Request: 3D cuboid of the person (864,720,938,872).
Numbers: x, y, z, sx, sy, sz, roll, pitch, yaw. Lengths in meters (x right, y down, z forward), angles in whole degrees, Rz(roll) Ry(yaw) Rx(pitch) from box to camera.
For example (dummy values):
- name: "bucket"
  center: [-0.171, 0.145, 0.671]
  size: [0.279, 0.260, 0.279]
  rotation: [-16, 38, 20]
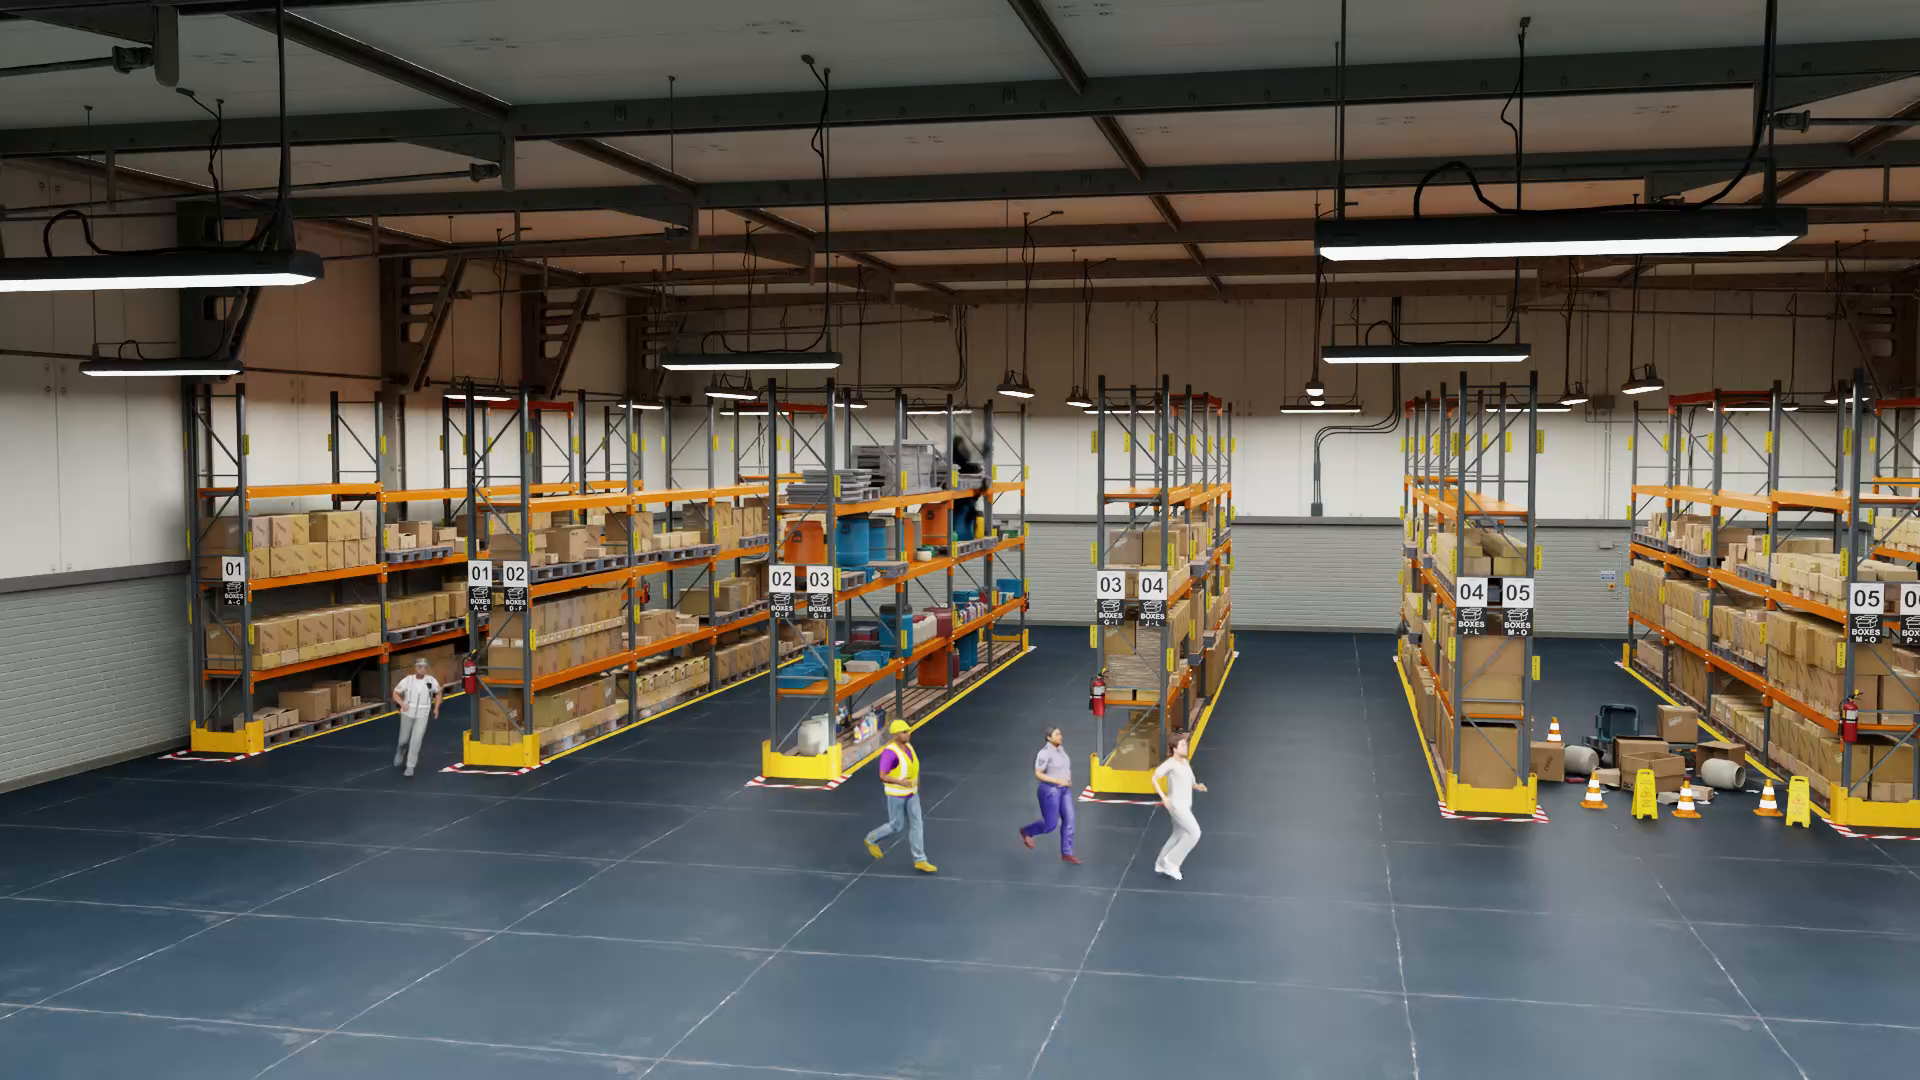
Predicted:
- name: "person"
  center: [-0.702, 2.988, 19.560]
  size: [0.977, 1.754, 0.709]
  rotation: [2, 4, 35]

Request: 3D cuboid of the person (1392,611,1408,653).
- name: "person"
  center: [10.686, 1.929, 39.778]
  size: [0.761, 1.593, 0.651]
  rotation: [2, 4, 30]

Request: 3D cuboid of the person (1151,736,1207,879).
- name: "person"
  center: [2.533, 3.071, 19.111]
  size: [0.653, 1.634, 0.538]
  rotation: [2, 4, 33]

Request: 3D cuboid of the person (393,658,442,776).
- name: "person"
  center: [-8.297, 2.671, 25.436]
  size: [0.728, 1.742, 0.948]
  rotation: [-1, 3, -18]

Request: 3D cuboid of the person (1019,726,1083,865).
- name: "person"
  center: [1.113, 3.047, 20.006]
  size: [0.849, 1.639, 0.607]
  rotation: [3, 4, 39]
